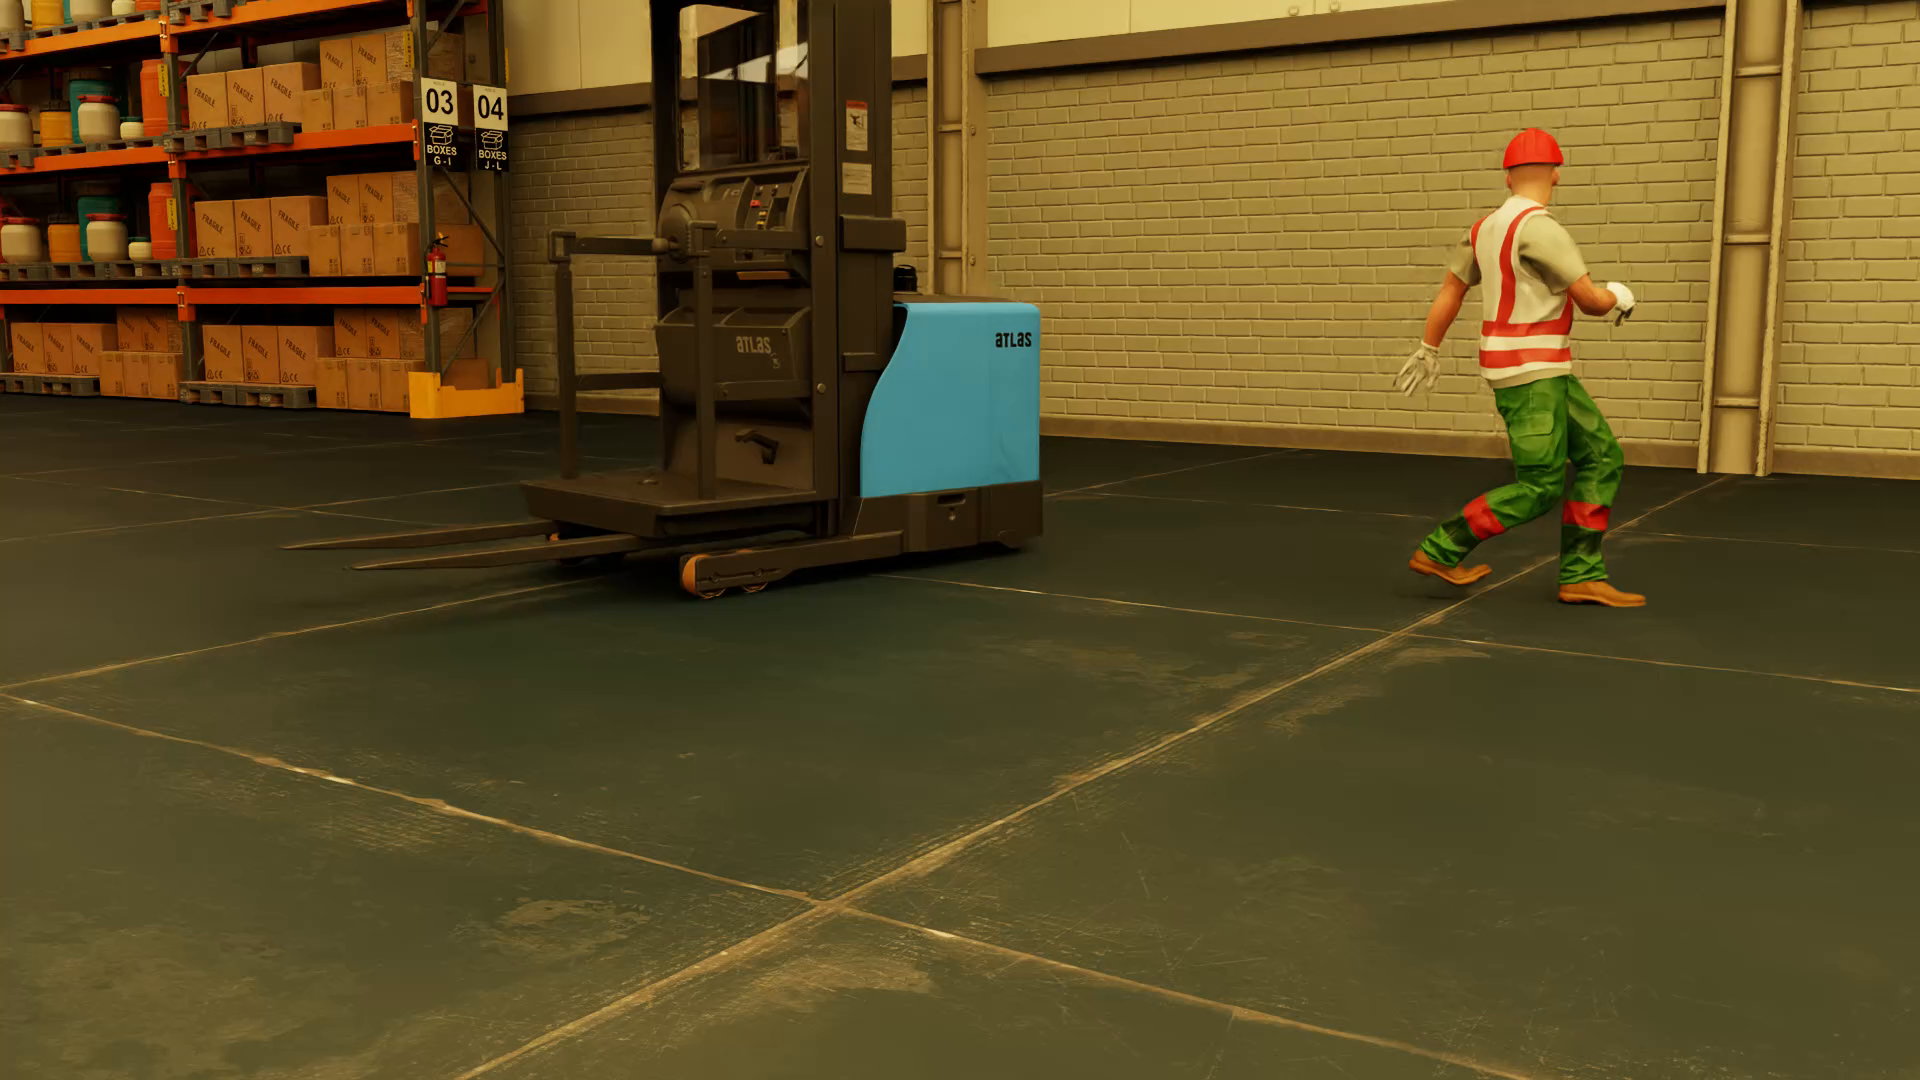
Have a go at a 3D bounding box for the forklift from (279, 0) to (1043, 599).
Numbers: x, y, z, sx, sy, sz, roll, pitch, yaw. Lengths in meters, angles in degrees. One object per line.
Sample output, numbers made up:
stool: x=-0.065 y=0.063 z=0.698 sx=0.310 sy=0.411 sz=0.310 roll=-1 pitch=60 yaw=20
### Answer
forklift: x=-1.063 y=-1.317 z=6.455 sx=3.031 sy=2.935 sz=1.130 roll=-7 pitch=11 yaw=-42

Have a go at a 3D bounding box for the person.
person: x=2.035 y=-0.610 z=5.972 sx=0.894 sy=1.697 sz=0.583 roll=2 pitch=8 yaw=15
